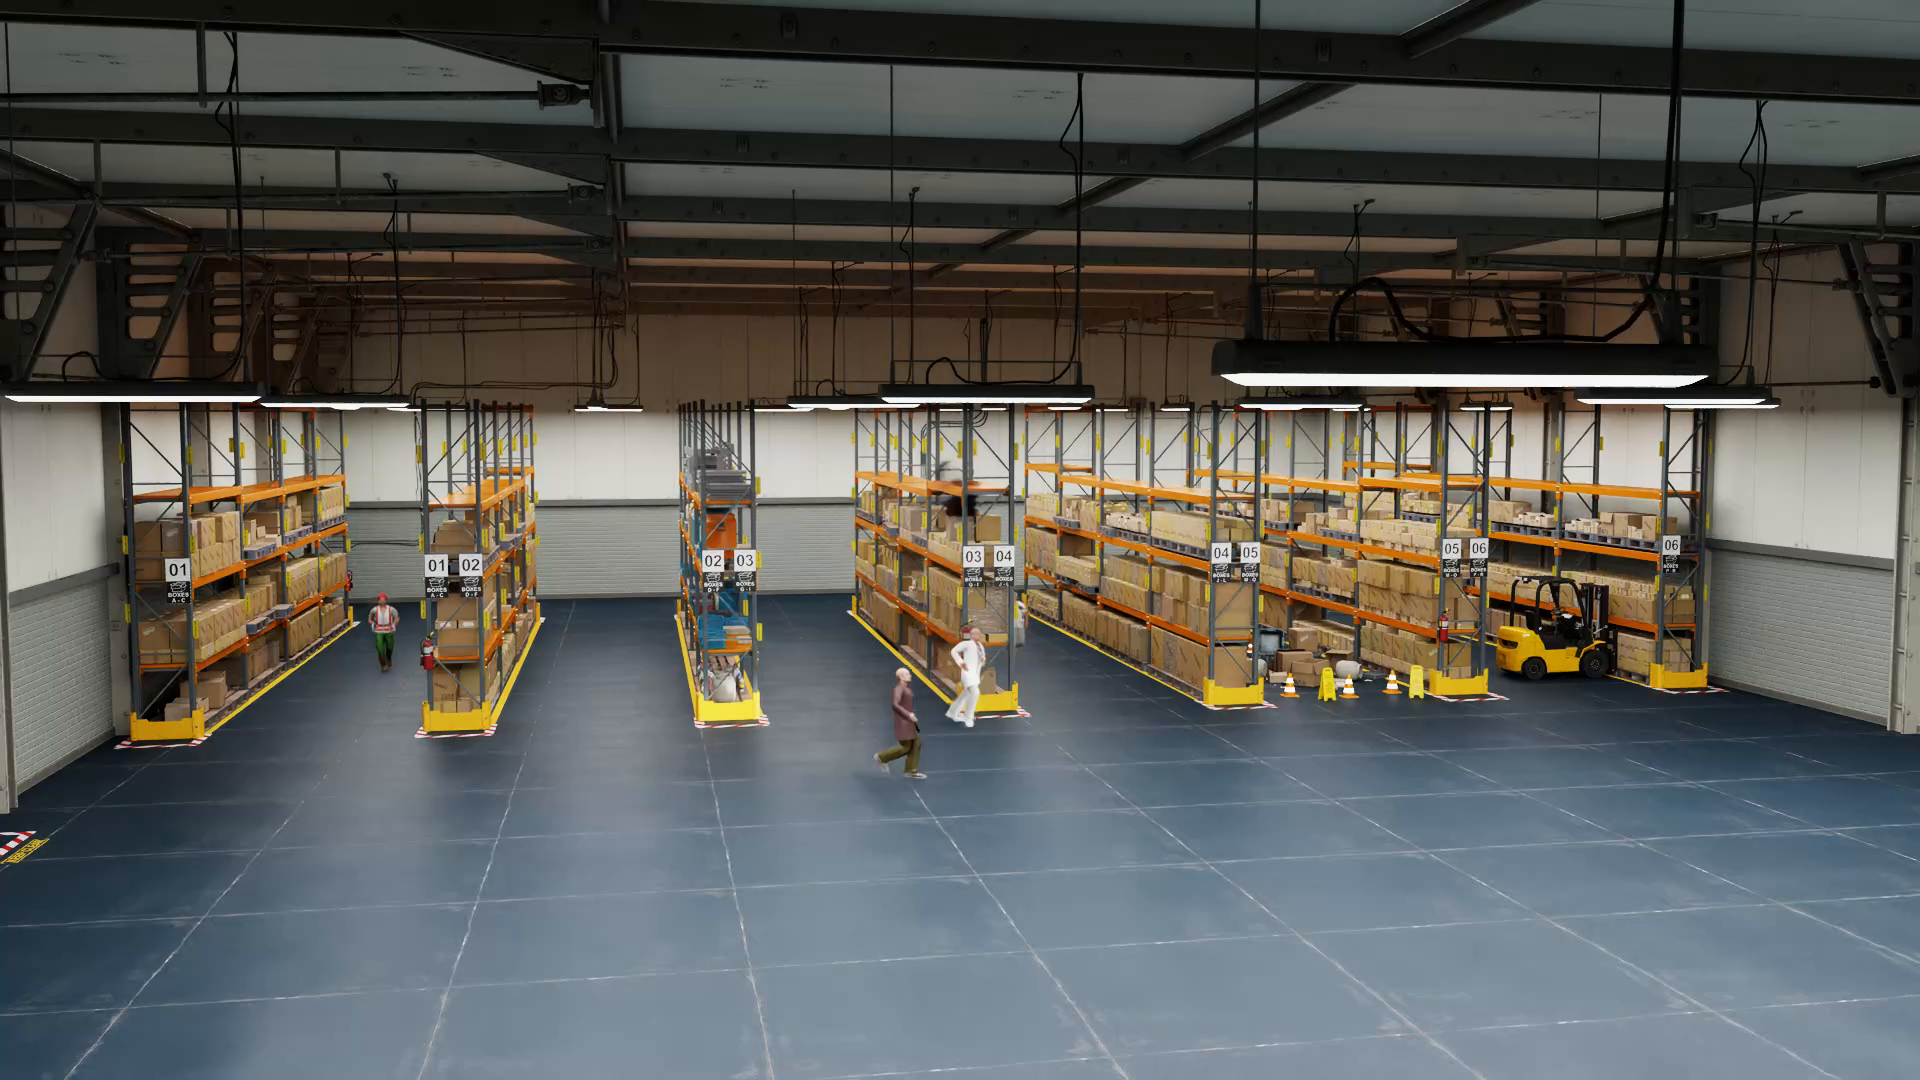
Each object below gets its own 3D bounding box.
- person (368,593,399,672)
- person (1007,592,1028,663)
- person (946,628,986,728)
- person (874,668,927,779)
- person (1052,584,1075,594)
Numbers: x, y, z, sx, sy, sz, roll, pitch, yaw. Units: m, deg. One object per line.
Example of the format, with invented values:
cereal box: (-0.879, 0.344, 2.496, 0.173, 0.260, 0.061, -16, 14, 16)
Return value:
person: (-12.818, 2.060, 36.985, 0.650, 1.739, 0.605, -2, 5, -19)
person: (1.296, 2.023, 38.454, 0.633, 1.634, 0.583, -1, 4, -11)
person: (0.147, 2.543, 30.811, 0.753, 1.836, 0.694, 3, 5, 32)
person: (-0.937, 2.883, 26.146, 0.833, 1.760, 0.718, 1, 4, 9)
person: (3.116, 1.167, 49.972, 0.932, 1.629, 0.506, -1, 5, -17)
